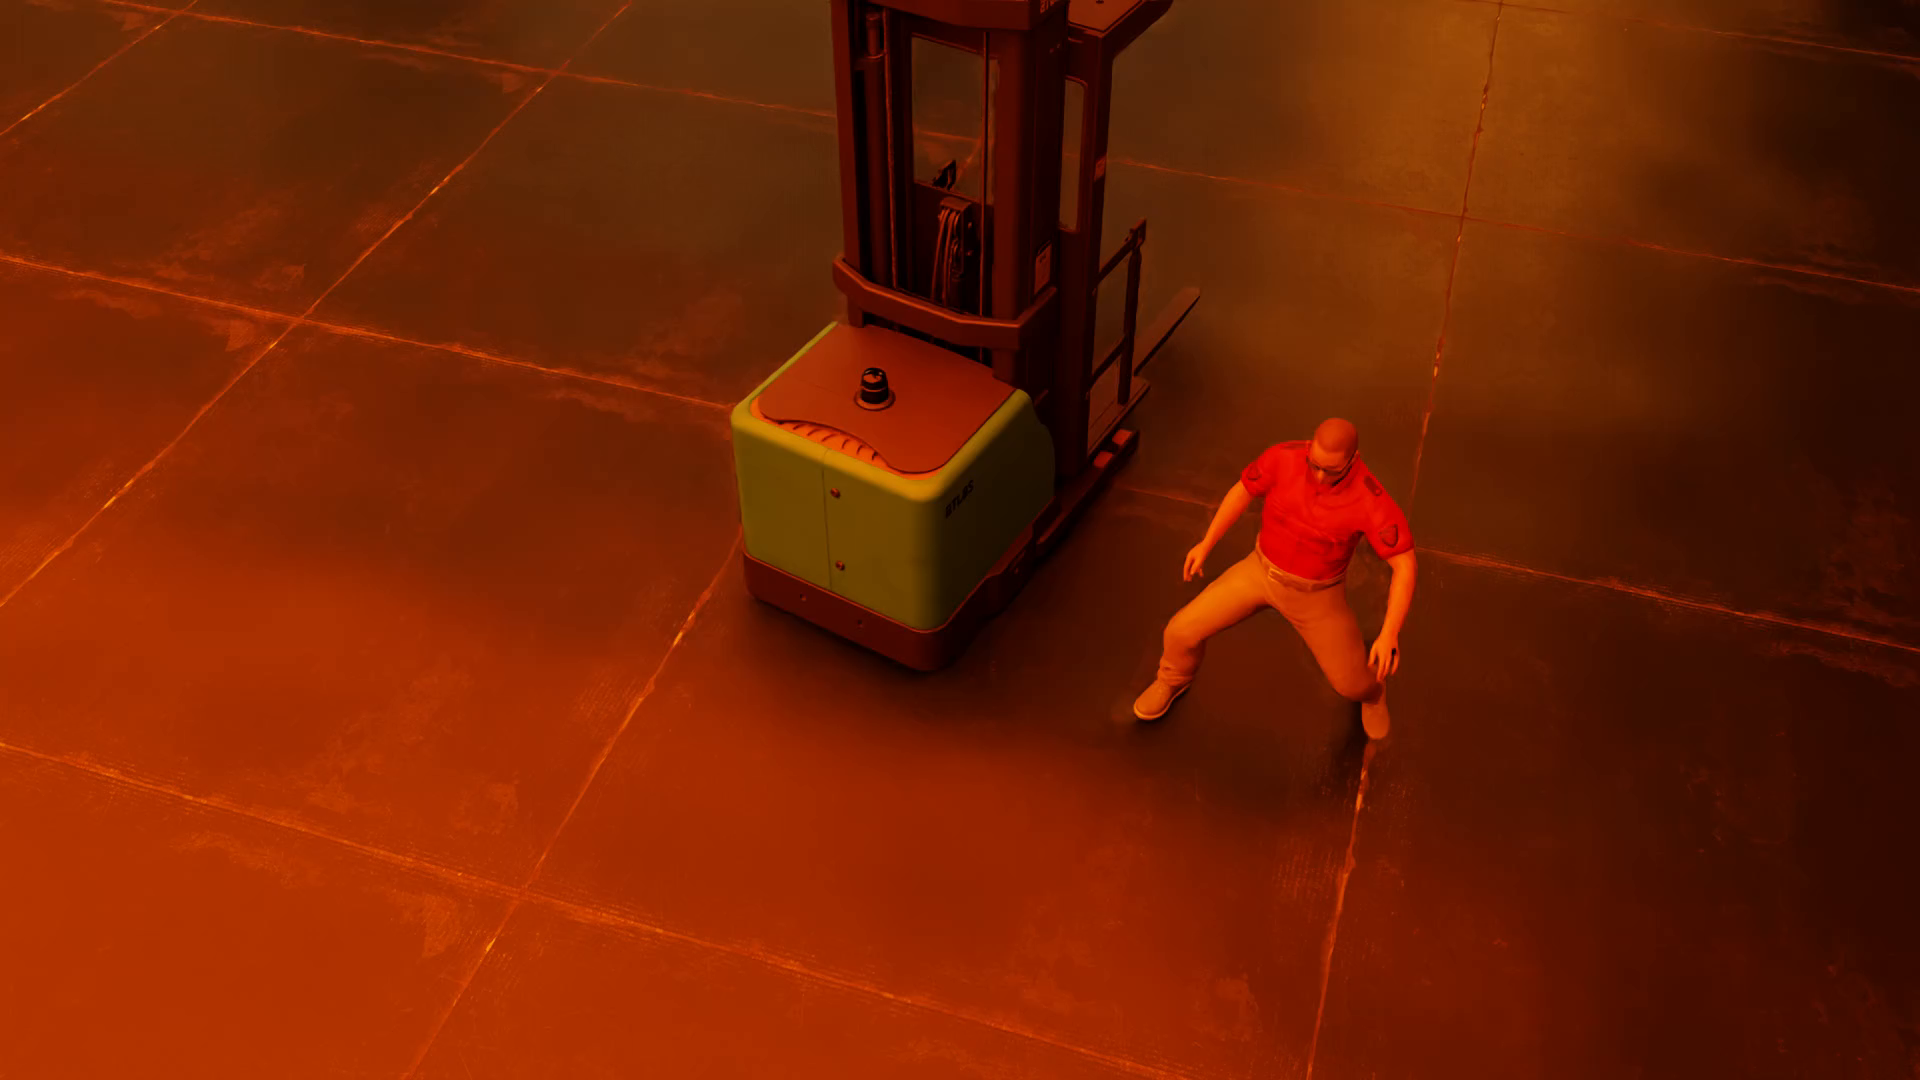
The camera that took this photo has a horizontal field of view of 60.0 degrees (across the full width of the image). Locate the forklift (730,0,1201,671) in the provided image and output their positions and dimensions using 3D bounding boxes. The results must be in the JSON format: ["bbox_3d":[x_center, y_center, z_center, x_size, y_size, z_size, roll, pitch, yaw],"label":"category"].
[{"bbox_3d":[0.228,-1.497,7.298,1.130,2.935,3.031,22,47,22],"label":"forklift"}]

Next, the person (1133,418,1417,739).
[{"bbox_3d":[1.344,0.194,6.514,0.999,1.601,0.825,28,50,27],"label":"person"}]
